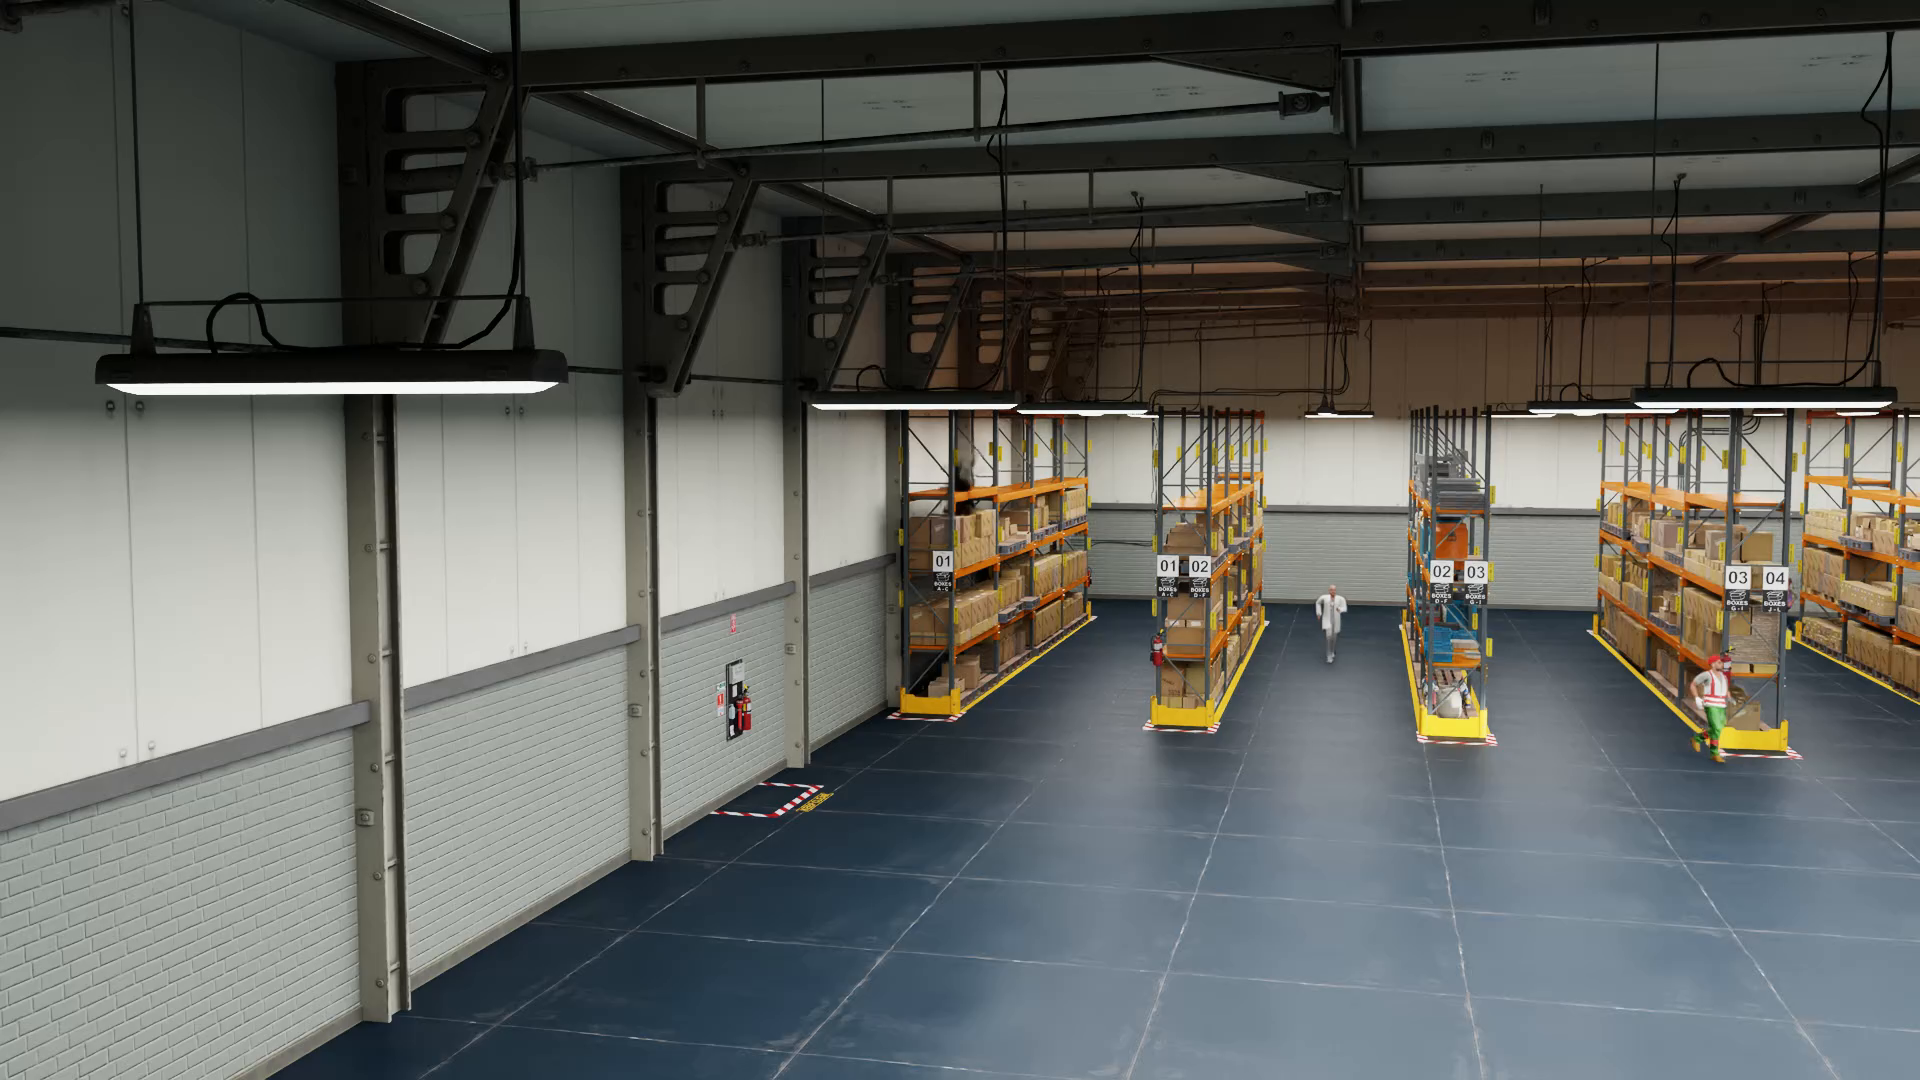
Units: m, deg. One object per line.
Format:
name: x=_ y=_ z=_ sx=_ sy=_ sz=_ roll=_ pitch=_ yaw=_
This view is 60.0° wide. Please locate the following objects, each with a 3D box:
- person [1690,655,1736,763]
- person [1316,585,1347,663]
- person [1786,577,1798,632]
person: x=12.773 y=2.835 z=28.171 sx=0.722 sy=1.762 sz=0.773 roll=-2 pitch=4 yaw=-21
person: x=8.867 y=1.989 z=39.660 sx=0.666 sy=1.847 sz=0.937 roll=0 pitch=4 yaw=1
person: x=22.058 y=1.799 z=44.451 sx=0.574 sy=1.457 sz=0.601 roll=0 pitch=4 yaw=5
